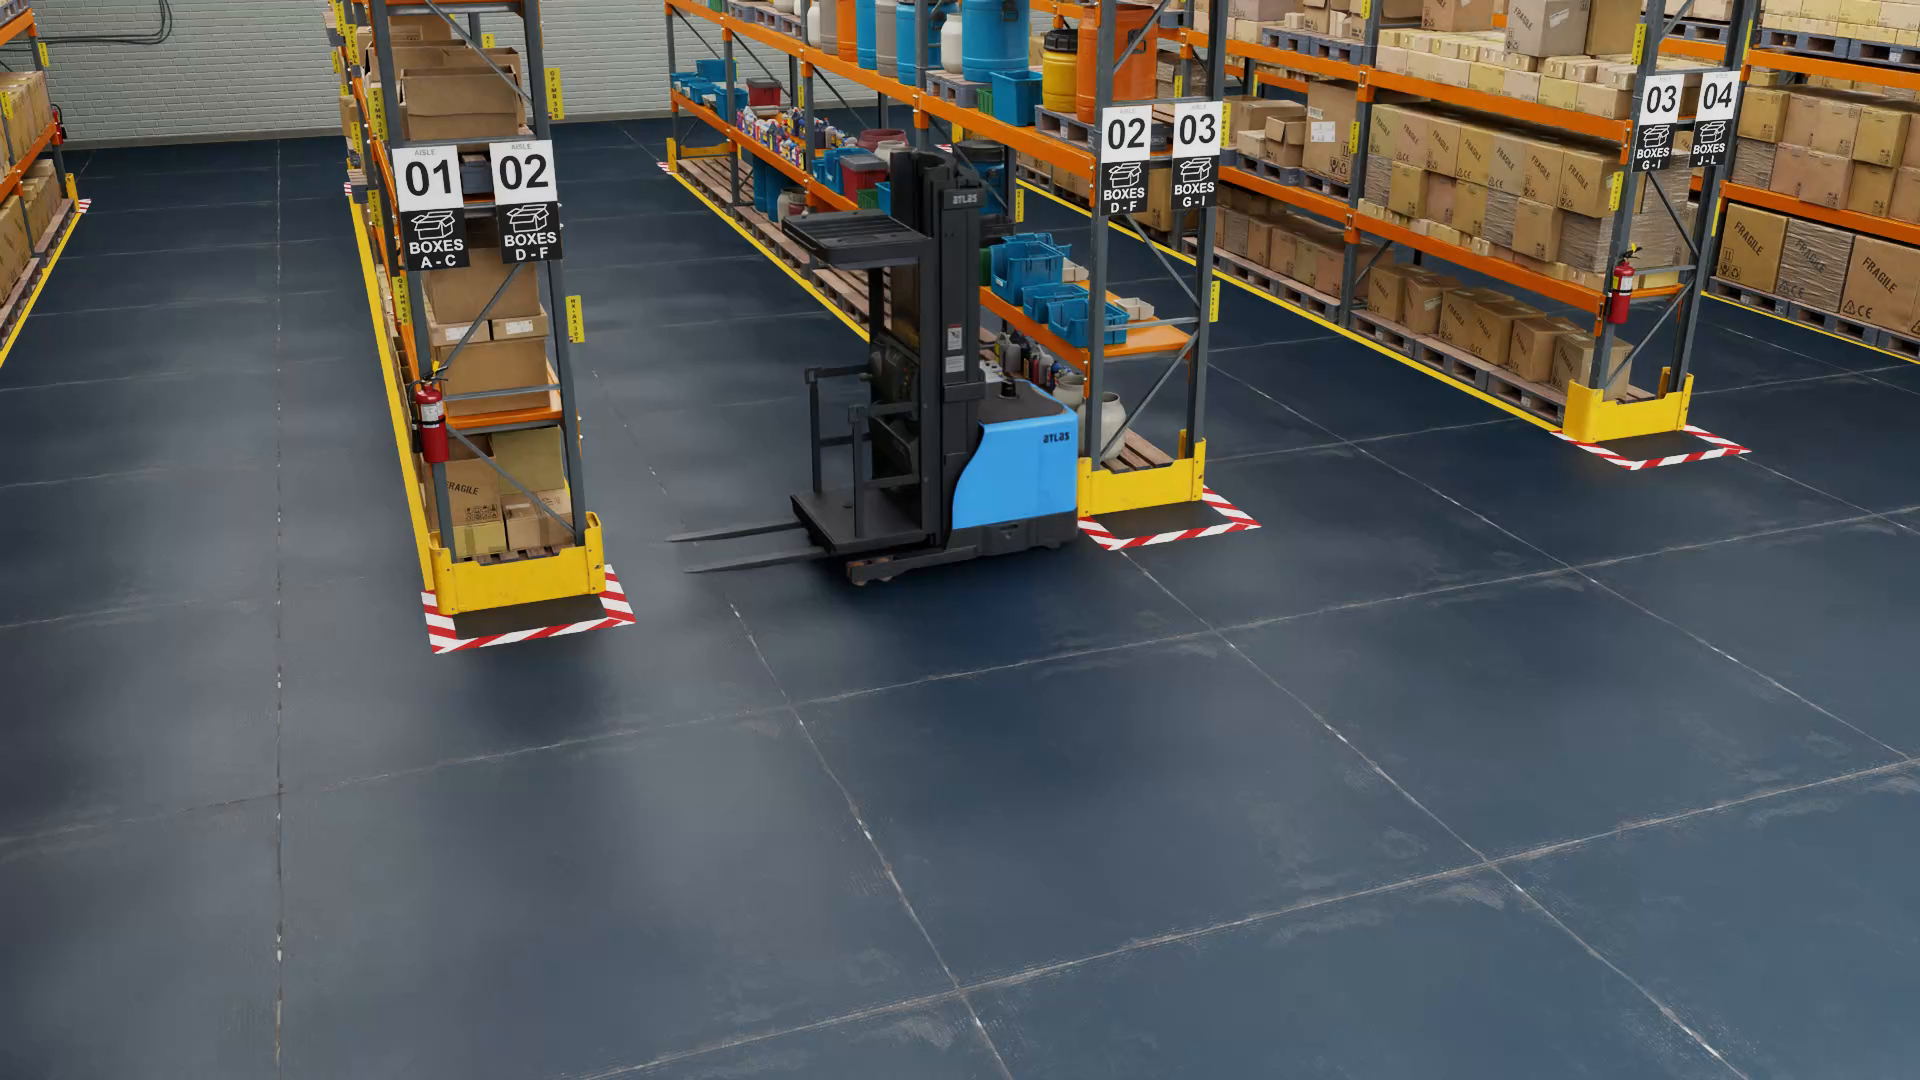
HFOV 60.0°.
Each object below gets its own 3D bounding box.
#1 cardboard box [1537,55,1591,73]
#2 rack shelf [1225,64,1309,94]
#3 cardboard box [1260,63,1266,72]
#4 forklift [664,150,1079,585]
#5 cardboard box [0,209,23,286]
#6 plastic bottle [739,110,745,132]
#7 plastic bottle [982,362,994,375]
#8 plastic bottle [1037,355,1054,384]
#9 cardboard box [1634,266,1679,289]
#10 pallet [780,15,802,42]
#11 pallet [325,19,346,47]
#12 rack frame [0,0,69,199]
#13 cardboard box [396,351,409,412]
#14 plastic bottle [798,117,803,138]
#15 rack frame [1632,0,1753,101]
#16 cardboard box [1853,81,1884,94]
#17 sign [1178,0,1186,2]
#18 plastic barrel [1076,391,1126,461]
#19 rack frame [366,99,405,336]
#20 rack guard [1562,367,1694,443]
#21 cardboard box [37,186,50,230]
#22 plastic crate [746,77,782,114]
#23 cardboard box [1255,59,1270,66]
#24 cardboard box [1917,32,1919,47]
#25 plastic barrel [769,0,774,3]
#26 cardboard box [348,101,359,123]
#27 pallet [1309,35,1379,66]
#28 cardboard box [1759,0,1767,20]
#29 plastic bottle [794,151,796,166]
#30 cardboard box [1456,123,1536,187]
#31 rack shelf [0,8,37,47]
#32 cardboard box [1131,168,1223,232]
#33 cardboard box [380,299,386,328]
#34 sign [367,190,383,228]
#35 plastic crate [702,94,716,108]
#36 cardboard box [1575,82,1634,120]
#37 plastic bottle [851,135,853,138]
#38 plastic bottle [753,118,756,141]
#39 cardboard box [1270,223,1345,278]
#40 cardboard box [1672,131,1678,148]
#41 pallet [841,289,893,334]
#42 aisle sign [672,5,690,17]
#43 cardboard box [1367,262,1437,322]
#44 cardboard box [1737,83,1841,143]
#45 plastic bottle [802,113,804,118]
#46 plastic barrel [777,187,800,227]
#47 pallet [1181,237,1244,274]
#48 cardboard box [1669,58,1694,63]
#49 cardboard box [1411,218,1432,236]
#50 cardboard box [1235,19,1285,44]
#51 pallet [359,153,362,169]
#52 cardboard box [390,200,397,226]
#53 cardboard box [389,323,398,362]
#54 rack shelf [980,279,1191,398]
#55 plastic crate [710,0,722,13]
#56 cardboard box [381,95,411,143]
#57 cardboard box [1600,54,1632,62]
[{"bbox_3d":[5.460,-4.304,15.040,0.380,0.149,0.250,-8,24,-18],"label":"cardboard box"},{"bbox_3d":[5.843,-7.758,28.344,1.077,0.370,4.000,-8,24,-19],"label":"rack shelf"},{"bbox_3d":[5.410,-8.168,28.715,0.380,0.149,0.250,-9,24,-20],"label":"cardboard box"},{"bbox_3d":[-0.667,-1.256,12.081,3.031,2.935,1.130,-9,24,-20],"label":"forklift"},{"bbox_3d":[-11.360,-3.342,19.168,0.750,0.750,0.750,-8,24,-17],"label":"cardboard box"},{"bbox_3d":[-2.982,-5.745,22.793,0.061,0.283,0.133,-8,24,-19],"label":"plastic bottle"},{"bbox_3d":[0.246,-1.474,15.352,0.144,0.351,0.185,-7,24,-17],"label":"plastic bottle"},{"bbox_3d":[0.799,-1.639,15.840,0.152,0.276,0.135,-8,24,-18],"label":"plastic bottle"},{"bbox_3d":[6.235,-2.379,14.980,0.380,0.149,0.250,-8,24,-19],"label":"cardboard box"},{"bbox_3d":[-1.526,-6.172,20.037,1.003,0.211,1.213,-8,24,-19],"label":"pallet"},{"bbox_3d":[-6.861,-6.034,19.707,1.213,0.211,1.003,-8,24,-19],"label":"pallet"},{"bbox_3d":[-13.441,-6.133,23.563,1.000,3.000,0.127,-8,24,-19],"label":"rack frame"},{"bbox_3d":[-4.514,-1.334,14.211,0.500,0.500,0.500,-8,24,-19],"label":"cardboard box"},{"bbox_3d":[-2.121,-5.541,22.324,0.097,0.271,0.097,0,23,0],"label":"plastic bottle"},{"bbox_3d":[6.113,-5.123,13.442,1.000,3.000,0.127,-8,24,-19],"label":"rack frame"},{"bbox_3d":[12.885,-6.426,23.206,0.500,0.500,0.500,-8,24,-18],"label":"cardboard box"},{"bbox_3d":[2.765,-6.849,20.632,0.100,0.325,0.005,-8,24,-19],"label":"sign"},{"bbox_3d":[1.175,-0.955,13.939,0.421,0.512,0.421,0,23,0],"label":"plastic barrel"},{"bbox_3d":[-4.569,-2.454,14.834,1.000,3.000,0.127,-8,24,-19],"label":"rack frame"},{"bbox_3d":[6.086,-1.234,15.159,1.175,0.500,0.348,-8,24,-19],"label":"rack guard"},{"bbox_3d":[-12.550,-4.377,22.074,0.700,0.500,0.500,-8,24,-18],"label":"cardboard box"},{"bbox_3d":[-2.841,-6.455,24.167,0.402,0.464,0.583,-8,24,-19],"label":"plastic crate"},{"bbox_3d":[5.411,-8.427,28.495,0.500,0.500,0.500,-8,24,-18],"label":"cardboard box"},{"bbox_3d":[9.906,-5.045,16.772,0.380,0.149,0.250,-8,24,-19],"label":"cardboard box"},{"bbox_3d":[-2.248,-7.398,21.919,0.600,0.588,0.600,0,23,0],"label":"plastic barrel"},{"bbox_3d":[-7.135,-5.157,20.577,0.700,0.500,0.500,-5,23,-11],"label":"cardboard box"},{"bbox_3d":[4.581,-5.347,18.077,1.213,0.211,1.003,-8,24,-19],"label":"pallet"},{"bbox_3d":[9.396,-6.269,19.528,0.258,0.266,0.396,-9,24,-20],"label":"cardboard box"},{"bbox_3d":[-1.994,-4.711,20.445,0.097,0.201,0.097,0,23,0],"label":"plastic bottle"},{"bbox_3d":[5.162,-3.714,16.025,0.500,0.500,0.500,-8,24,-19],"label":"cardboard box"},{"bbox_3d":[-12.735,-6.457,21.396,1.077,0.370,4.000,-8,24,-19],"label":"rack shelf"},{"bbox_3d":[3.062,-4.733,22.437,1.225,0.875,0.875,-10,25,-21],"label":"cardboard box"},{"bbox_3d":[-5.894,-2.421,17.755,0.500,0.250,0.500,-9,24,-20],"label":"cardboard box"},{"bbox_3d":[-5.073,-2.873,14.440,0.100,0.325,0.005,-8,24,-19],"label":"sign"},{"bbox_3d":[-3.656,-6.537,24.783,0.293,0.136,0.466,-8,24,-19],"label":"plastic crate"},{"bbox_3d":[5.705,-3.812,14.387,0.500,0.250,0.500,-8,24,-18],"label":"cardboard box"},{"bbox_3d":[-1.366,-4.957,20.922,0.061,0.283,0.133,-8,24,-19],"label":"plastic bottle"},{"bbox_3d":[-2.716,-5.471,22.142,0.061,0.283,0.133,-8,24,-19],"label":"plastic bottle"},{"bbox_3d":[4.154,-3.468,19.892,0.700,0.500,0.500,-11,25,-24],"label":"cardboard box"},{"bbox_3d":[8.763,-4.838,20.362,0.500,0.500,0.500,-9,24,-20],"label":"cardboard box"},{"bbox_3d":[-0.682,-2.572,18.703,1.003,0.211,1.213,-8,24,-19],"label":"pallet"},{"bbox_3d":[-4.476,-8.676,26.249,0.394,0.787,0.004,-8,24,-19],"label":"aisle sign"},{"bbox_3d":[4.804,-2.703,18.102,0.500,0.500,0.500,-9,25,-21],"label":"cardboard box"},{"bbox_3d":[9.474,-4.884,19.015,0.875,0.550,0.550,-8,24,-19],"label":"cardboard box"},{"bbox_3d":[-2.064,-5.660,22.505,0.144,0.351,0.185,-8,24,-19],"label":"plastic bottle"},{"bbox_3d":[-2.218,-4.412,22.141,0.421,0.512,0.421,0,23,0],"label":"plastic barrel"},{"bbox_3d":[3.561,-3.696,21.372,1.003,0.211,1.213,-8,24,-19],"label":"pallet"},{"bbox_3d":[11.581,-7.485,26.320,0.500,0.250,0.500,-9,25,-21],"label":"cardboard box"},{"bbox_3d":[4.832,-3.211,16.954,0.380,0.149,0.250,-8,24,-19],"label":"cardboard box"},{"bbox_3d":[3.586,-6.001,19.580,0.500,0.250,0.500,-8,24,-18],"label":"cardboard box"},{"bbox_3d":[-6.674,-4.525,19.995,1.003,0.211,1.213,-8,24,-19],"label":"pallet"},{"bbox_3d":[-5.848,-3.515,17.466,0.500,0.311,0.500,-9,24,-20],"label":"cardboard box"},{"bbox_3d":[-5.170,-1.935,15.880,0.500,0.311,0.500,-8,24,-18],"label":"cardboard box"},{"bbox_3d":[0.773,-2.074,14.859,1.077,0.370,4.000,-8,24,-19],"label":"rack shelf"},{"bbox_3d":[-3.192,-7.436,23.066,0.450,0.188,0.662,-8,24,-19],"label":"plastic crate"},{"bbox_3d":[-3.810,-2.954,11.631,0.500,0.250,0.500,-8,24,-19],"label":"cardboard box"},{"bbox_3d":[5.997,-4.278,14.980,0.380,0.149,0.250,-7,24,-17],"label":"cardboard box"}]
